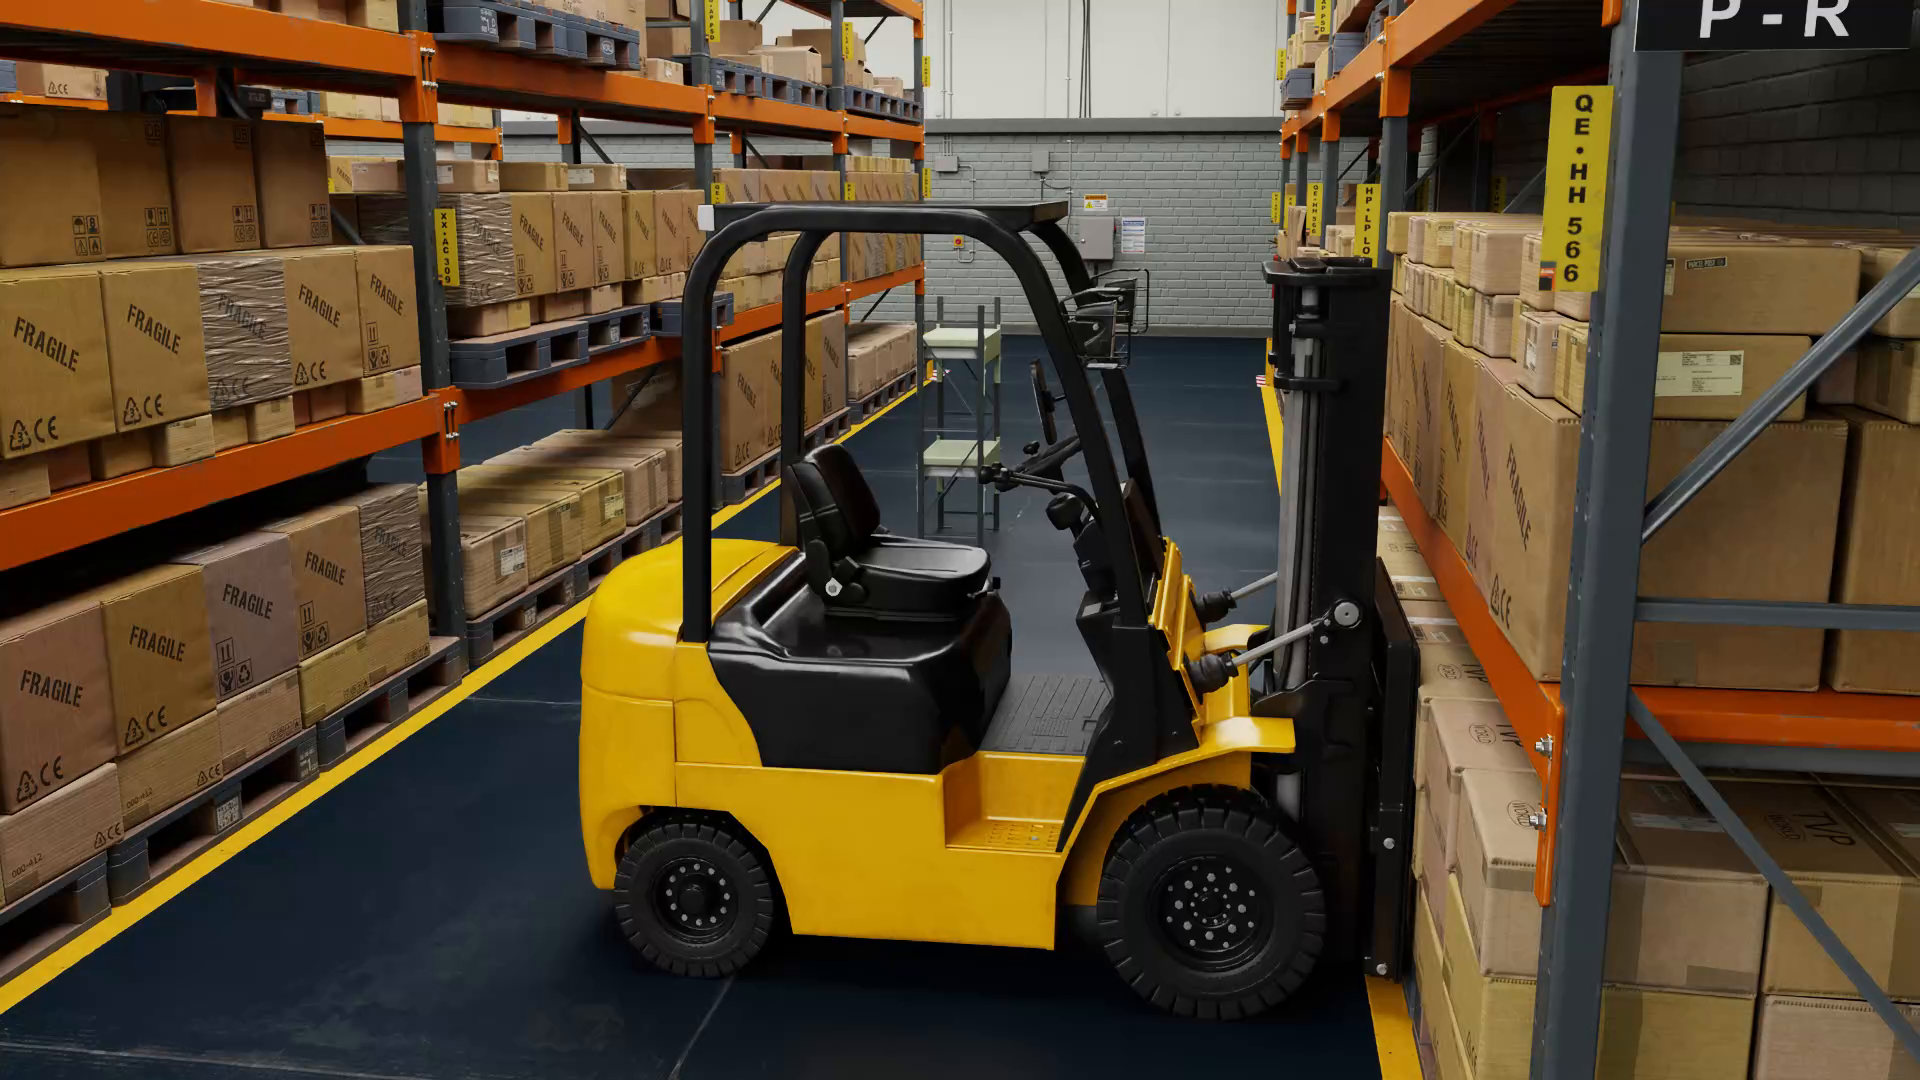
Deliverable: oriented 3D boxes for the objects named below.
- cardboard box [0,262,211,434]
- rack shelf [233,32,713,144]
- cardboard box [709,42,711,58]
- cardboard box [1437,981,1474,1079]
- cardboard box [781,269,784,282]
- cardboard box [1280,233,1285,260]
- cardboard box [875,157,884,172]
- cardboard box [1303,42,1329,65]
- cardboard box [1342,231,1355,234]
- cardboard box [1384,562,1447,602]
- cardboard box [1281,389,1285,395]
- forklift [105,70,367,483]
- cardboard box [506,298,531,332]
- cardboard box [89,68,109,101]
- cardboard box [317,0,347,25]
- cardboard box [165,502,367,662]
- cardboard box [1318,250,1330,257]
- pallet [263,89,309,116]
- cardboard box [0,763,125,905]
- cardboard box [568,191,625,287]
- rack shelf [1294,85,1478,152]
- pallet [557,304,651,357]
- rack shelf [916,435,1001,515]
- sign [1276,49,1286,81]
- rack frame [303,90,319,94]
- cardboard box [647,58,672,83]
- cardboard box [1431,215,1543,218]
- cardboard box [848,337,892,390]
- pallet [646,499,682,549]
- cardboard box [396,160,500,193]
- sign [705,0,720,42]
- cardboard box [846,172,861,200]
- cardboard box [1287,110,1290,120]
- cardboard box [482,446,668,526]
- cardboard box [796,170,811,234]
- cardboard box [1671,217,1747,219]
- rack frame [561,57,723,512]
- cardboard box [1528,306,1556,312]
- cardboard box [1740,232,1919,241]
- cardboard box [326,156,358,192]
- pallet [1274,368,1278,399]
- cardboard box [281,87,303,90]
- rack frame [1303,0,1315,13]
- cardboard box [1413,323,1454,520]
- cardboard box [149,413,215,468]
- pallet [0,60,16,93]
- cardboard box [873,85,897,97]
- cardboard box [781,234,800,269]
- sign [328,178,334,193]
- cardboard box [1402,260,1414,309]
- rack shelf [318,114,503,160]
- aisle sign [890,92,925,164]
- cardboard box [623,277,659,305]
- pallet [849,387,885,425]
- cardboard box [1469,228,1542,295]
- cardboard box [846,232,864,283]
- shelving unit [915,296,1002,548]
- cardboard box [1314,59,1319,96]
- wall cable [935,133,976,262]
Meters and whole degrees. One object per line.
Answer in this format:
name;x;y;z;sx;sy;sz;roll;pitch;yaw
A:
cardboard box;-2.802;-0.628;5.343;0.500;0.500;0.500;2;12;7
rack shelf;-2.450;-2.387;9.039;1.077;0.370;4.000;2;12;9
cardboard box;-2.178;-3.622;11.825;0.700;0.500;0.500;1;12;6
cardboard box;1.293;1.167;3.488;0.500;0.250;0.500;2;12;9
cardboard box;-1.598;-2.029;13.144;0.500;0.250;0.500;2;12;9
cardboard box;3.505;-2.970;16.806;0.500;0.250;0.500;2;12;8
cardboard box;-0.969;-3.750;16.625;0.380;0.149;0.250;2;12;9
cardboard box;2.728;-3.589;12.271;0.380;0.149;0.250;2;12;10
cardboard box;2.235;-1.569;8.878;0.380;0.149;0.250;2;12;10
cardboard box;1.610;0.254;5.350;0.500;0.250;0.500;2;12;11
cardboard box;3.476;-1.661;16.016;0.700;0.500;0.500;1;12;7
forklift;-4.955;-1.438;10.207;1.130;2.935;3.031;2;12;9
cardboard box;-2.313;-1.095;8.056;0.380;0.149;0.250;2;12;10
cardboard box;-6.628;-3.558;12.527;0.500;0.500;0.500;2;12;9
cardboard box;-2.630;-2.075;6.477;0.380;0.149;0.250;2;12;9
cardboard box;-2.660;0.154;6.411;0.500;0.500;0.500;2;12;10
cardboard box;2.429;-1.617;10.044;0.500;0.250;0.500;2;12;9
pallet;-6.634;-3.911;14.845;1.213;0.211;1.003;2;12;9
cardboard box;-2.889;0.850;4.959;0.500;0.250;0.500;2;12;11
cardboard box;-2.167;-1.658;9.128;0.500;0.500;0.500;1;12;6
rack shelf;3.071;-3.060;12.160;1.077;0.370;4.000;2;12;9
pallet;-2.406;-1.182;9.313;1.003;0.211;1.213;2;12;9
rack shelf;-0.001;-0.413;10.398;0.431;0.370;0.720;2;12;9
sign;3.457;-5.106;17.869;0.100;0.325;0.005;2;12;9
rack frame;-6.434;-5.594;15.089;1.000;3.000;0.127;2;12;9
cardboard box;-2.013;-2.908;10.344;0.380;0.149;0.250;2;12;9
cardboard box;1.824;-1.040;5.718;0.380;0.149;0.250;2;12;8
cardboard box;-1.187;-1.788;16.756;0.875;0.438;0.875;2;12;7
pallet;-2.264;-0.163;10.750;1.003;0.211;1.213;2;12;9
cardboard box;-2.335;-1.660;7.594;0.380;0.149;0.250;2;12;8
sign;-1.606;-3.390;10.757;0.100;0.325;0.005;2;12;9
cardboard box;-1.214;-3.151;15.383;0.500;0.500;0.500;2;12;9
cardboard box;3.383;-4.163;16.167;0.380;0.149;0.250;2;12;9
cardboard box;-2.344;-0.339;10.186;0.950;0.372;0.625;2;12;8
cardboard box;-1.517;-2.745;13.502;0.500;0.500;0.500;2;12;10
cardboard box;2.314;-0.971;5.396;0.380;0.149;0.250;2;12;8
rack frame;-2.142;-1.689;11.211;1.000;3.000;0.127;2;12;9
cardboard box;1.420;-0.417;3.532;0.380;0.149;0.250;2;12;10
cardboard box;1.948;-0.598;3.665;0.380;0.149;0.250;2;12;9
cardboard box;-6.123;-3.430;15.974;0.500;0.500;0.500;2;12;10
pallet;3.860;-1.649;17.646;1.003;0.211;1.213;2;12;9
cardboard box;-6.122;-4.391;15.797;0.500;0.250;0.500;2;12;11
rack frame;3.378;-5.294;13.700;1.000;3.000;0.127;2;12;9
cardboard box;1.583;-0.343;4.727;0.500;0.500;0.500;2;12;9
cardboard box;-2.731;-0.338;5.539;0.380;0.149;0.250;2;12;9
pallet;-7.095;-3.067;10.932;1.213;0.211;1.003;2;12;11
cardboard box;-0.877;-4.766;17.729;0.380;0.149;0.250;1;12;4
cardboard box;-1.560;-2.274;13.093;0.500;0.250;0.500;2;12;10
sign;-5.885;-3.210;15.520;0.100;0.325;0.005;2;12;9
cardboard box;1.677;-0.847;5.524;0.380;0.149;0.250;2;12;10
rack shelf;-6.126;-4.192;17.413;1.077;0.370;4.000;2;12;9
aisle sign;-0.594;-4.630;18.688;0.394;0.787;0.004;2;12;9
cardboard box;-1.999;-1.474;9.812;0.380;0.149;0.250;2;12;10
pallet;-1.333;-1.314;16.091;1.003;0.211;1.213;2;12;9
cardboard box;1.443;-0.671;4.006;0.380;0.149;0.250;2;12;10
cardboard box;-1.196;-2.660;15.478;0.500;0.500;0.500;2;12;11
shelving unit;-0.001;-0.732;10.329;0.431;1.500;0.755;2;12;9
cardboard box;2.756;-3.246;11.670;0.500;0.250;0.500;2;12;9
wall cable;-0.068;-5.041;24.278;0.585;1.953;0.123;2;12;9
